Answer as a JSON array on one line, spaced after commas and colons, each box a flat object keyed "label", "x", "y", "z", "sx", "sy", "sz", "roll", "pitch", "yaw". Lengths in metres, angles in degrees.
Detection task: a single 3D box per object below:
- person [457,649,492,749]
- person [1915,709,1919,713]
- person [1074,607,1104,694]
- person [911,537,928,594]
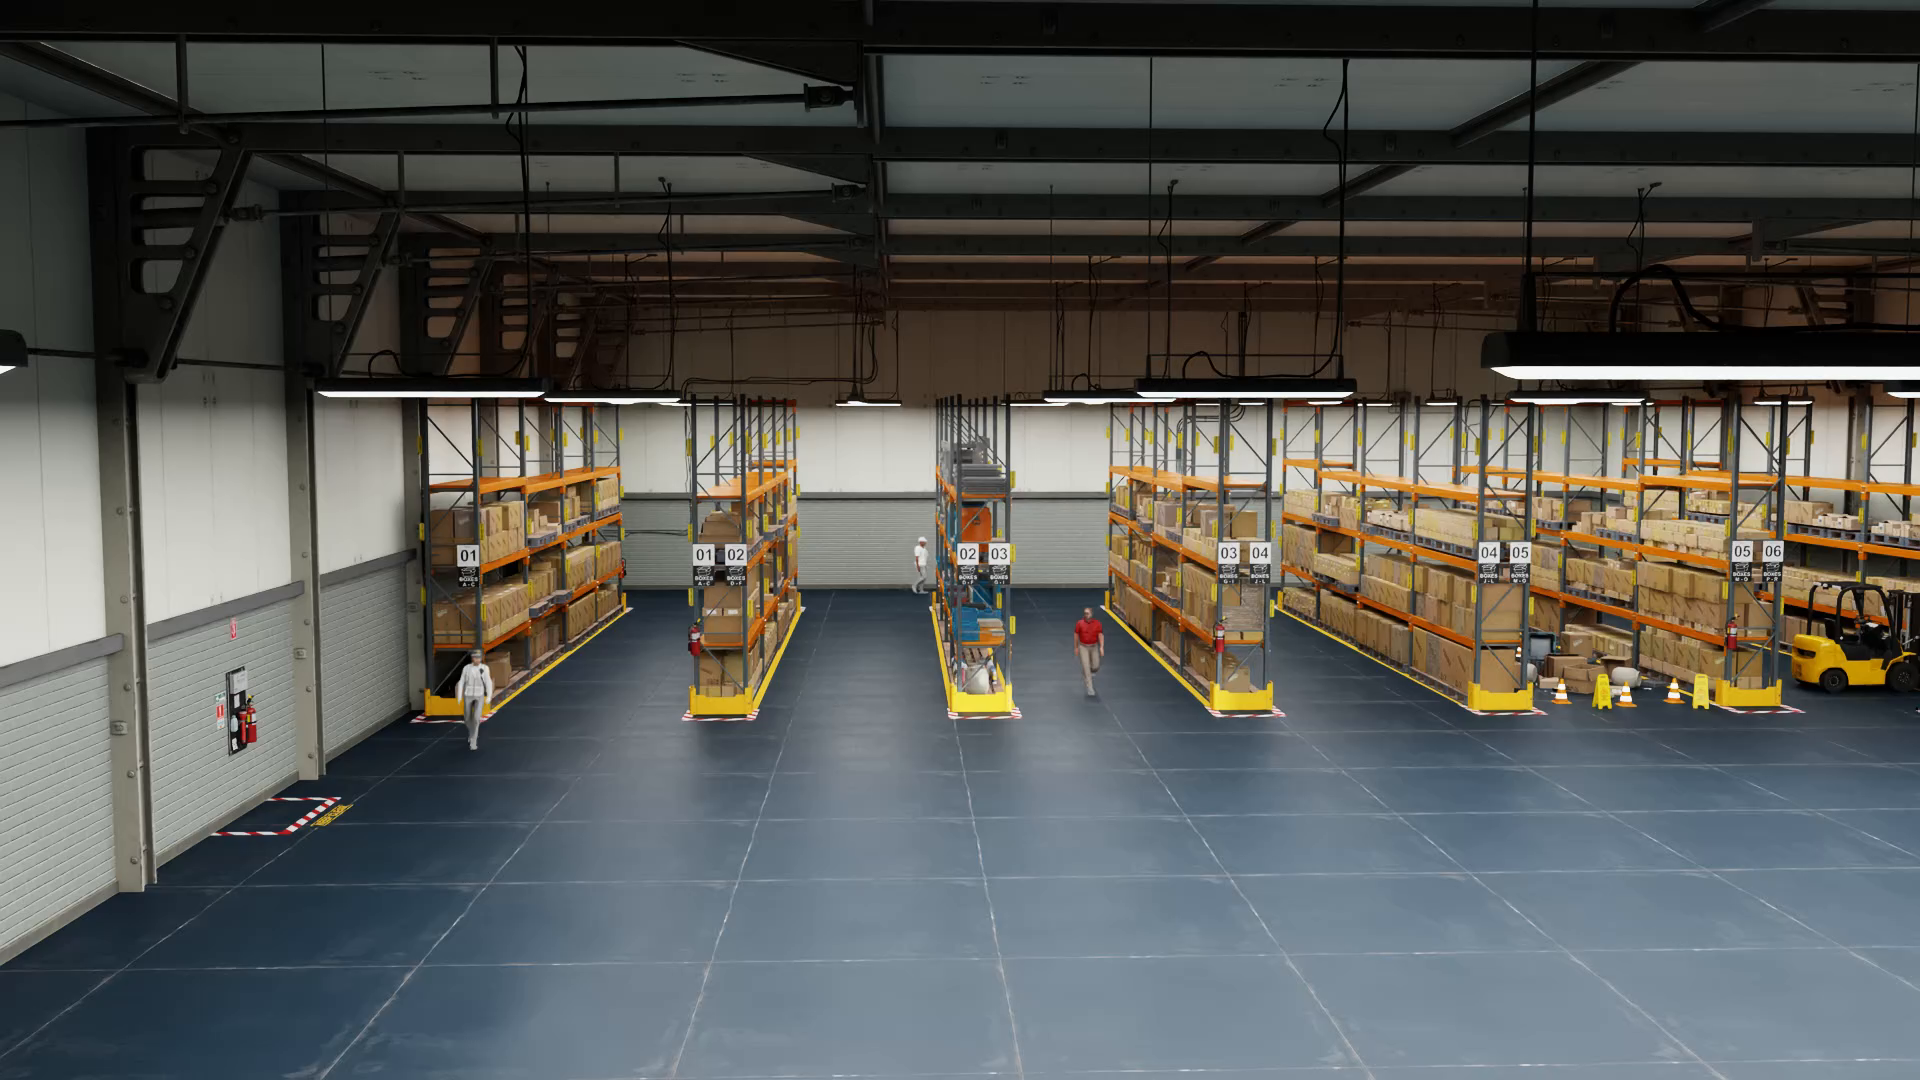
[{"label": "person", "x": -8.254, "y": 2.694, "z": 28.308, "sx": 0.561, "sy": 1.689, "sz": 0.686, "roll": -1, "pitch": 5, "yaw": -11}, {"label": "person", "x": 18.376, "y": 2.448, "z": 31.284, "sx": 0.923, "sy": 1.600, "sz": 0.467, "roll": -1, "pitch": 5, "yaw": -9}, {"label": "person", "x": 2.627, "y": 2.210, "z": 33.630, "sx": 0.563, "sy": 1.691, "sz": 0.939, "roll": -1, "pitch": 5, "yaw": -10}, {"label": "person", "x": -1.238, "y": 0.787, "z": 51.311, "sx": 0.515, "sy": 1.757, "sz": 0.606, "roll": 1, "pitch": 5, "yaw": 8}]
